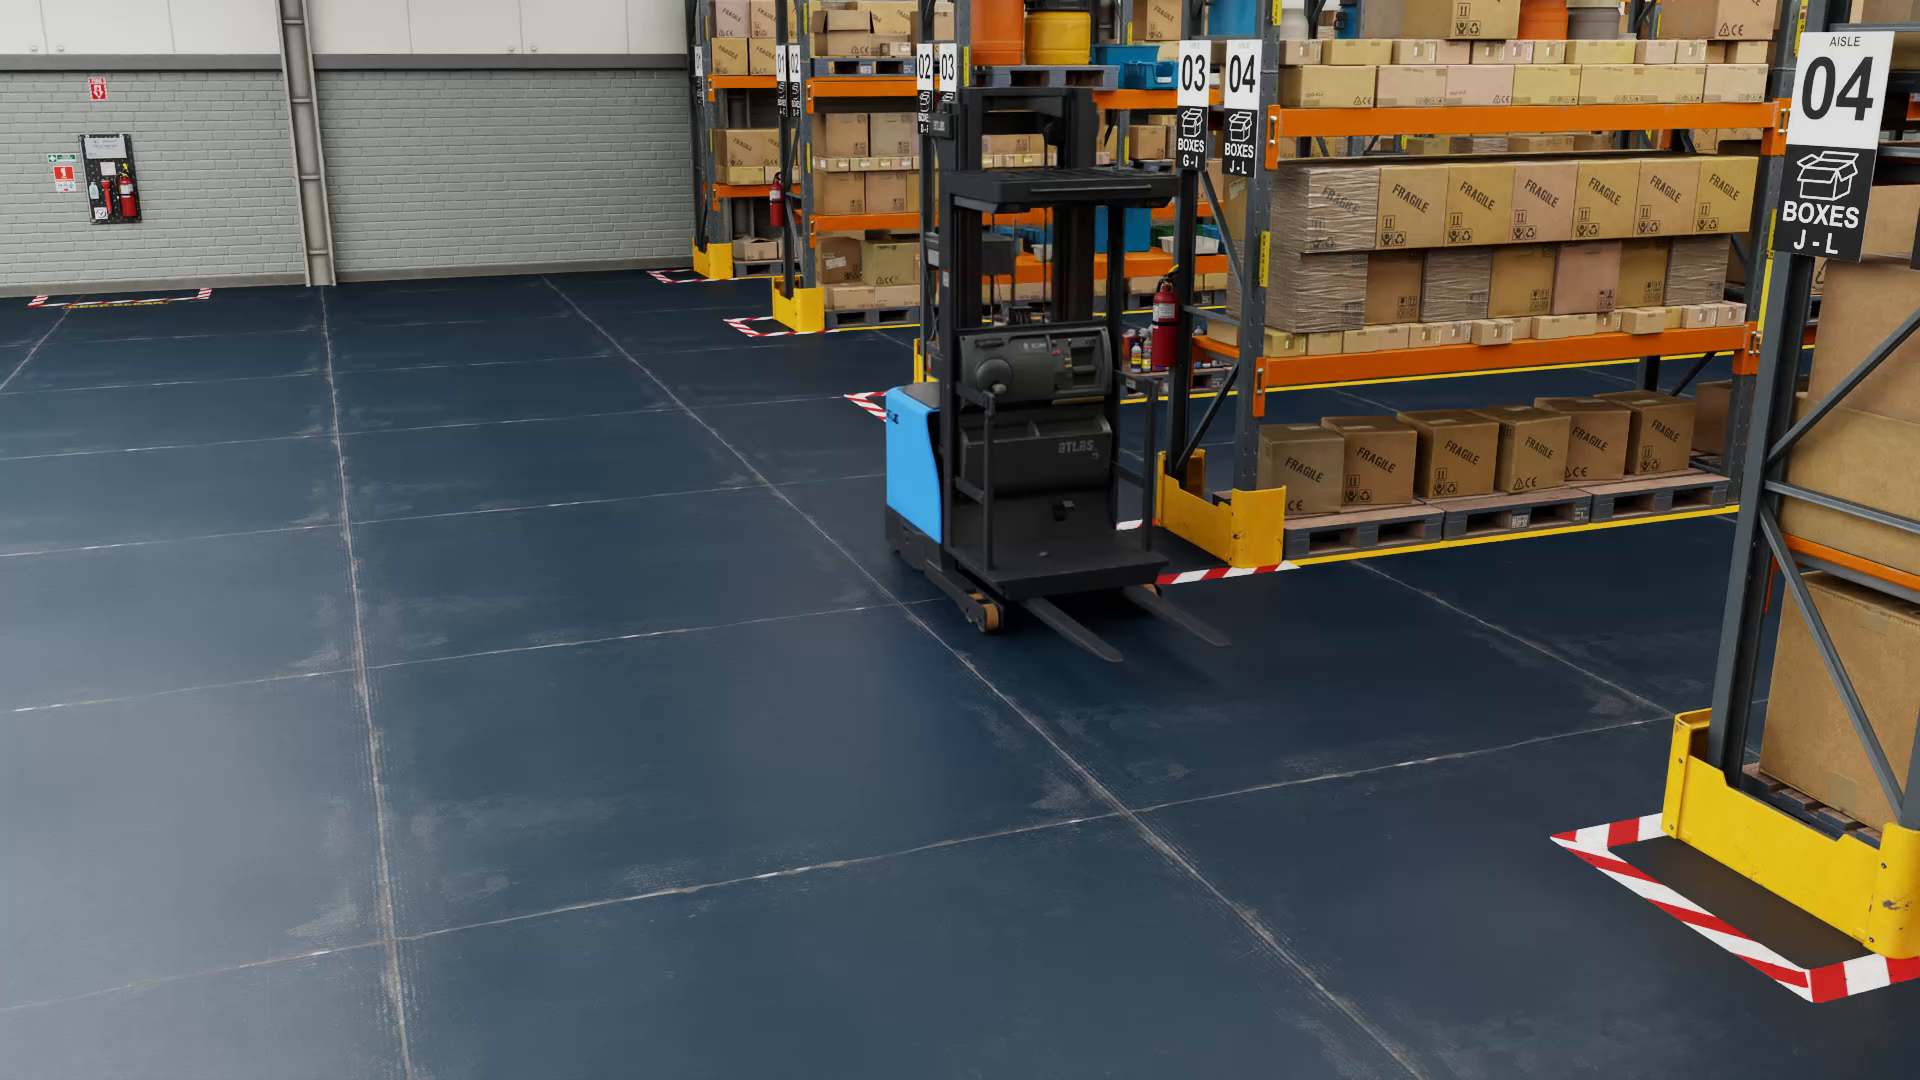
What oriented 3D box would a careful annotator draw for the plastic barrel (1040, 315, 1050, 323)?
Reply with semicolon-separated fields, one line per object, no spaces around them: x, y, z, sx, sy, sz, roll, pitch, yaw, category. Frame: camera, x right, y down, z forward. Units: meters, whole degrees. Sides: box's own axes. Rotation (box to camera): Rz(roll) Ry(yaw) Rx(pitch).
0.914;-1.864;15.792;0.421;0.512;0.421;0;16;0;plastic barrel

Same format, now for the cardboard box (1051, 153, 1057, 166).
1.173;-4.650;20.280;0.250;0.149;0.380;-7;18;-22;cardboard box

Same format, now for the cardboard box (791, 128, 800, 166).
-2.183;-5.690;24.050;0.500;0.500;0.500;-7;18;-22;cardboard box

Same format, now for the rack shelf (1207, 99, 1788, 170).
3.499;-2.712;10.962;4.000;0.370;1.077;-6;17;-20;rack shelf

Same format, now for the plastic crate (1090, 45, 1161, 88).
1.532;-4.422;15.538;0.575;0.384;0.392;-6;17;-20;plastic crate

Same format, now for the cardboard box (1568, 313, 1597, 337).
4.086;-1.487;11.283;0.250;0.149;0.380;-6;17;-20;cardboard box

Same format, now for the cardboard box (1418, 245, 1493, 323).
3.061;-1.776;11.117;0.500;0.500;0.875;-6;17;-20;cardboard box

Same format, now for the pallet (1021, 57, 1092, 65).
1.038;-5.730;20.120;1.213;0.211;1.003;-6;17;-20;pallet

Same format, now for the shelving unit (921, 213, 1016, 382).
0.053;-1.102;11.123;0.503;2.100;0.431;-6;17;-20;shelving unit

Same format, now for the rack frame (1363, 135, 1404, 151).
5.560;-4.829;22.220;0.127;3.000;1.000;-6;17;-20;rack frame

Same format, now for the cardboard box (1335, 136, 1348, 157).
6.234;-6.521;27.238;0.500;0.500;0.500;-6;17;-20;cardboard box

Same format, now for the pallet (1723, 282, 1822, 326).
6.132;-1.766;12.129;1.213;0.211;1.003;-6;17;-20;pallet

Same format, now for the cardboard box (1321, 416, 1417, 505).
2.766;-0.546;11.325;0.500;0.500;0.500;-2;16;-6;cardboard box

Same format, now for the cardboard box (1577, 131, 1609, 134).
10.782;-7.029;29.177;0.700;0.700;0.980;-5;17;-18;cardboard box

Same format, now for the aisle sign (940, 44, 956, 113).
-0.104;-3.882;14.380;0.004;0.787;0.394;-6;17;-20;aisle sign

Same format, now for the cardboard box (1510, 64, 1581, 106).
3.601;-2.920;10.661;0.500;0.250;0.500;-6;17;-18;cardboard box

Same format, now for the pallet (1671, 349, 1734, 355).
8.050;-2.278;18.481;1.213;0.211;1.003;-6;17;-20;pallet

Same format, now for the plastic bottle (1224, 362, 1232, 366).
2.615;-1.870;16.062;0.185;0.351;0.144;-6;17;-20;plastic bottle

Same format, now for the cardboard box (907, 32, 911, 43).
-0.410;-5.929;19.807;0.500;0.311;0.500;-4;17;-14;cardboard box

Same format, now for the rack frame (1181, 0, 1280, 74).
1.631;-4.294;9.751;0.127;3.000;1.000;-6;17;-20;rack frame

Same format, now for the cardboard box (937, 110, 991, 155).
0.007;-4.898;19.975;0.500;0.500;0.700;-6;17;-20;cardboard box

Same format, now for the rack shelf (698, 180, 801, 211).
-1.819;-5.182;24.698;4.000;0.370;1.077;-6;17;-20;rack shelf

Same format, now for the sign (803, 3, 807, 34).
-1.717;-5.773;18.417;0.005;0.325;0.100;-6;17;-20;sign

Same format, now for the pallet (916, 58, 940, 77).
-0.100;-5.608;19.705;1.213;0.211;1.003;-6;17;-20;pallet

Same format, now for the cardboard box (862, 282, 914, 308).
-0.864;-2.952;19.961;0.500;0.250;0.500;-6;17;-20;cardboard box

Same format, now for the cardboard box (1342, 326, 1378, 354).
2.462;-1.303;10.657;0.250;0.149;0.380;-6;17;-20;cardboard box

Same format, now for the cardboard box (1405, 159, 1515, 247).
3.178;-2.169;10.682;0.500;0.500;0.500;-6;17;-20;cardboard box

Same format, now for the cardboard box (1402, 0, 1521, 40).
3.114;-3.364;10.315;0.500;0.500;0.500;-6;17;-20;cardboard box

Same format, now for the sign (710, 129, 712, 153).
-3.492;-5.598;23.302;0.005;0.325;0.100;-6;17;-20;sign

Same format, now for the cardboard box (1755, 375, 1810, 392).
6.399;-0.930;12.598;0.500;0.500;0.700;-6;17;-20;cardboard box

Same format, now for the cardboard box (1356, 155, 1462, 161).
2.989;-2.309;11.156;0.500;0.500;0.500;-6;17;-20;cardboard box

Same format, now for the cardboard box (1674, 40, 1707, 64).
4.681;-3.218;10.968;0.250;0.149;0.380;-7;18;-23;cardboard box

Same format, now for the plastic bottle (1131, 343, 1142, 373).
1.663;-1.722;15.700;0.097;0.271;0.097;0;16;0;plastic bottle

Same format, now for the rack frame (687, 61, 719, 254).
-3.686;-5.326;23.910;0.127;3.000;1.000;-6;17;-20;rack frame

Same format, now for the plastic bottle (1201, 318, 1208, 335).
2.516;-2.071;16.748;0.185;0.351;0.144;-7;18;-22;plastic bottle

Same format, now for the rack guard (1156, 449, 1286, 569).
1.702;-0.224;10.975;0.348;0.500;1.175;-6;17;-20;rack guard

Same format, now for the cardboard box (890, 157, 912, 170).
-0.751;-4.442;19.572;0.250;0.149;0.380;-6;18;-21;cardboard box

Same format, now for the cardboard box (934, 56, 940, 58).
-0.336;-7.110;24.448;0.500;0.500;0.500;-6;17;-19;cardboard box

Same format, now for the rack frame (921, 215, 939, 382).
-0.174;-1.077;11.038;0.015;2.100;0.400;-6;17;-20;rack frame

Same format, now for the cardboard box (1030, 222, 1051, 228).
1.195;-4.885;26.064;0.500;0.500;0.700;-7;18;-21;cardboard box

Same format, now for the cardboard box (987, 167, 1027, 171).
0.453;-4.323;20.319;0.500;0.500;0.700;-6;17;-19;cardboard box

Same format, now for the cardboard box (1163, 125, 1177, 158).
3.349;-6.341;26.410;0.500;0.500;0.700;-8;18;-27;cardboard box

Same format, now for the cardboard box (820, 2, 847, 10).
-1.931;-7.565;24.225;0.500;0.500;0.500;-6;17;-20;cardboard box

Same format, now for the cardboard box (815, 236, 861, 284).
-1.516;-3.397;20.147;0.500;0.500;0.500;-6;17;-20;cardboard box

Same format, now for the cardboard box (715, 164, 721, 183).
-3.319;-5.361;24.263;0.500;0.250;0.500;-6;17;-19;cardboard box

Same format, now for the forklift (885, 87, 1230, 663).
0.519;-1.019;9.367;1.130;2.935;3.031;-6;17;-20;forklift

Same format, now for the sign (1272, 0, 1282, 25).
1.825;-3.132;9.564;0.005;0.325;0.100;-6;17;-20;sign

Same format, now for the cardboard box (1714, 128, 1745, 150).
10.798;-5.838;23.701;0.500;0.500;0.500;-7;18;-22;cardboard box

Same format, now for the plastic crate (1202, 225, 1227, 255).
2.658;-2.868;15.805;0.616;0.251;0.499;-6;17;-20;plastic crate

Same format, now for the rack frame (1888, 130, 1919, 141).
11.064;-3.929;19.154;0.127;3.000;1.000;-6;17;-20;rack frame

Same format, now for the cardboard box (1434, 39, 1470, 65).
2.948;-3.032;10.335;0.250;0.149;0.380;-6;17;-20;cardboard box

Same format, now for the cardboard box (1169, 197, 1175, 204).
2.726;-4.341;21.003;0.250;0.149;0.380;-6;17;-20;cardboard box
